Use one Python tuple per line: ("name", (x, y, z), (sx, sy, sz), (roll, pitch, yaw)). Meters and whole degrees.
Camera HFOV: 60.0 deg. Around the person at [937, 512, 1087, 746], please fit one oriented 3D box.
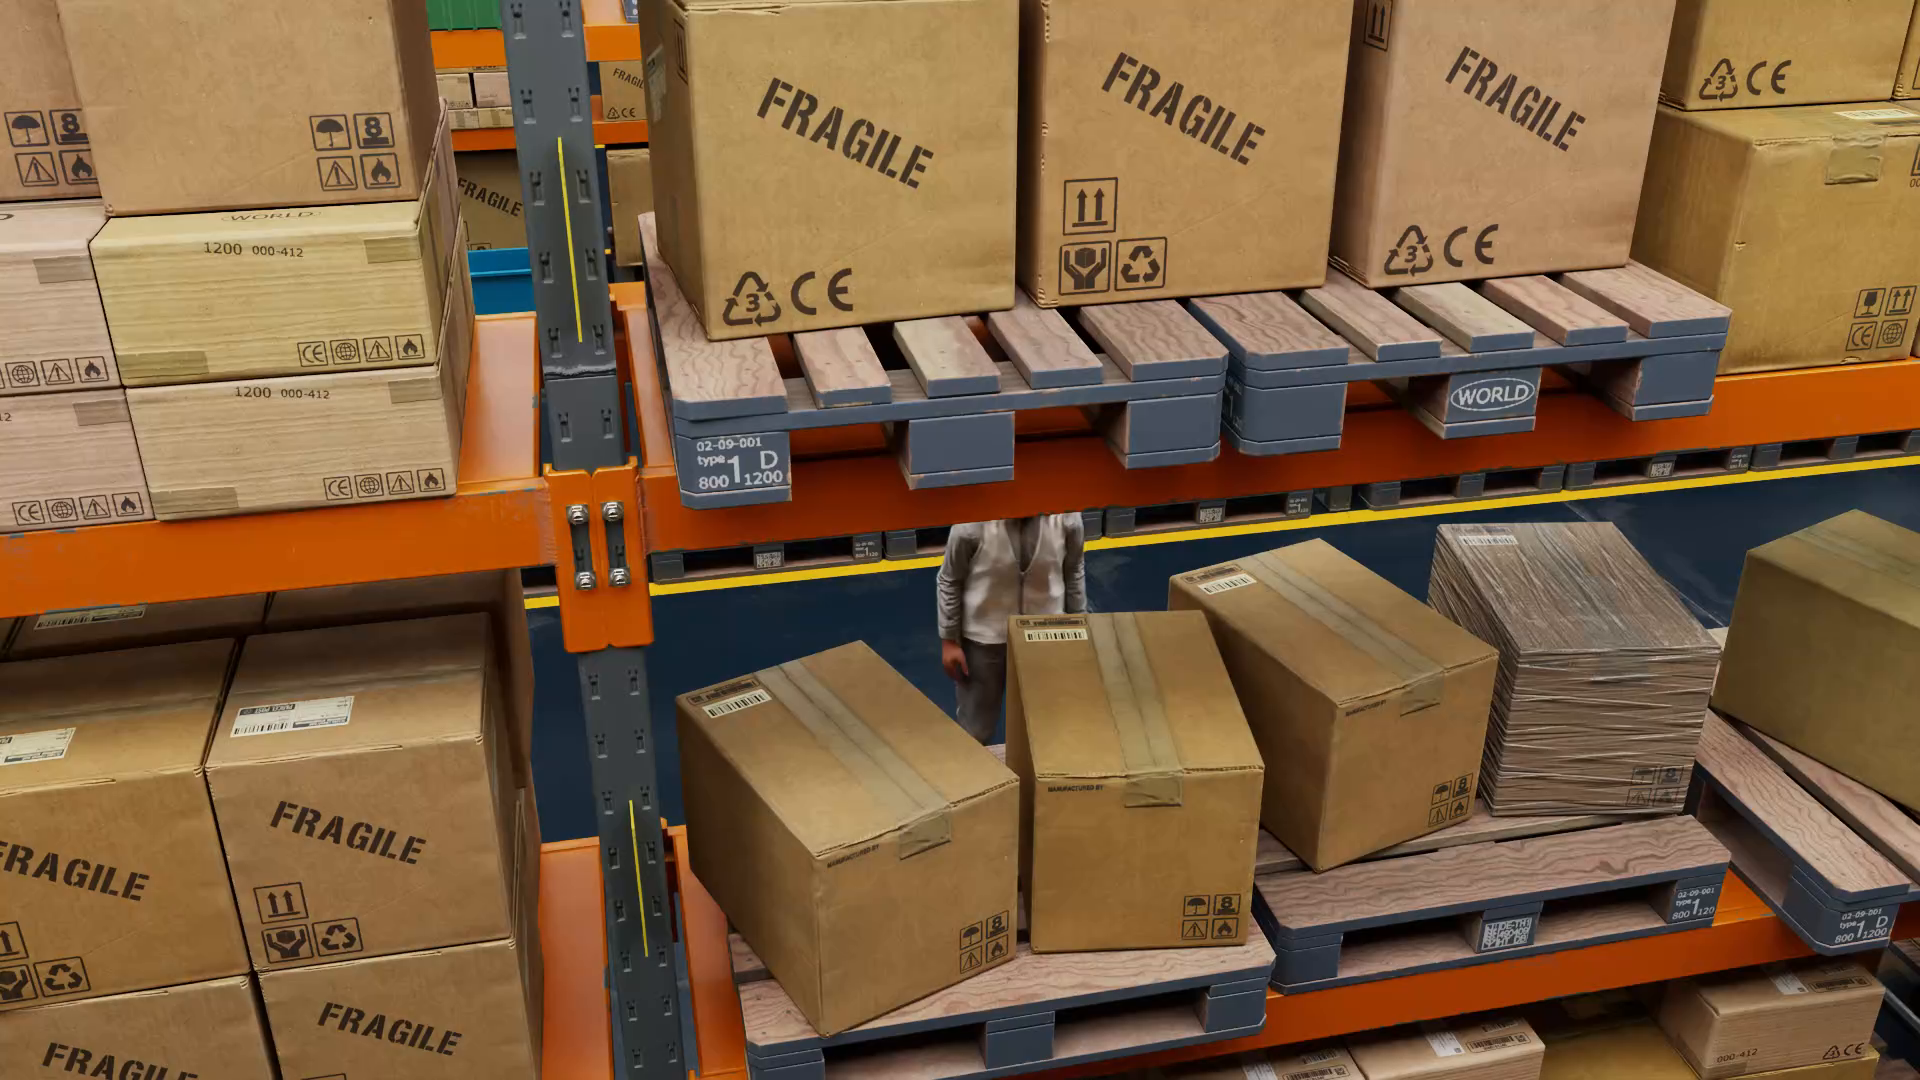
("person", (0.203, 0.364, 6.362), (0.585, 1.768, 0.466), (-6, 27, -12))
